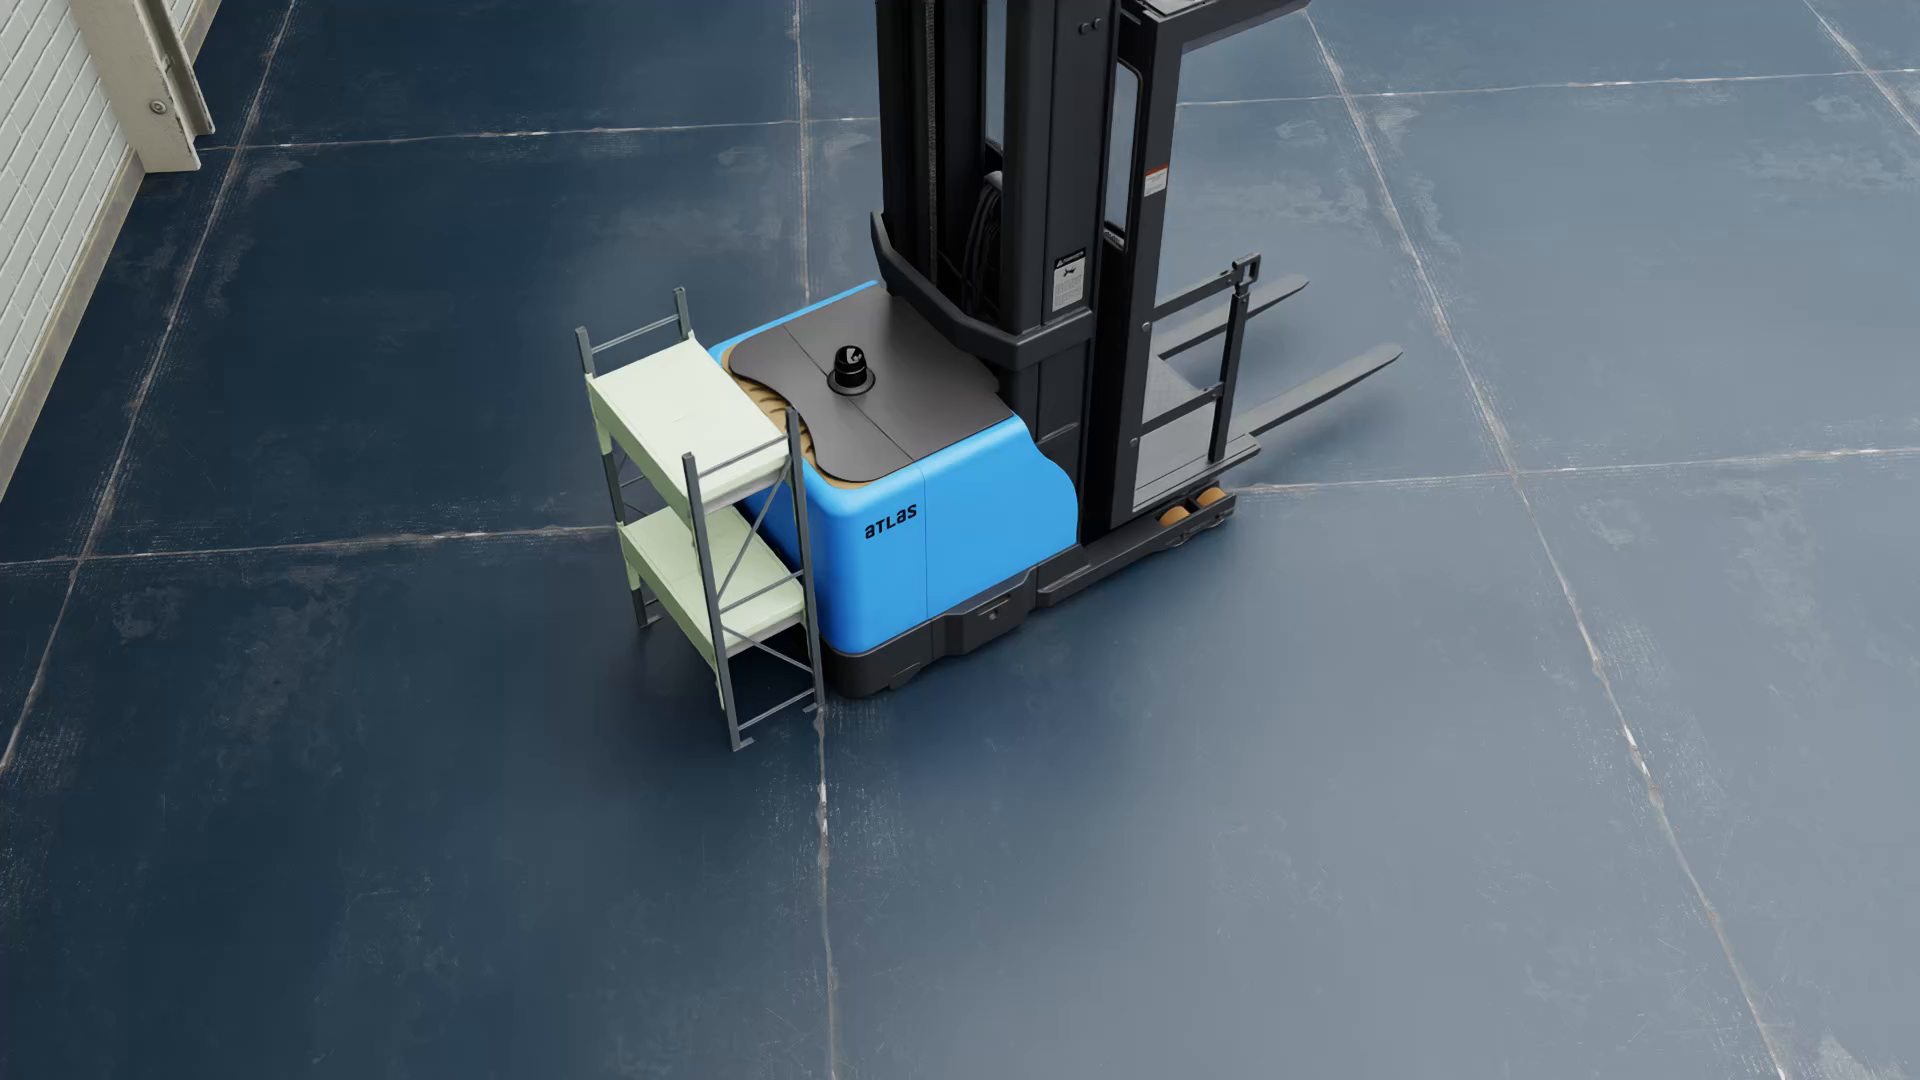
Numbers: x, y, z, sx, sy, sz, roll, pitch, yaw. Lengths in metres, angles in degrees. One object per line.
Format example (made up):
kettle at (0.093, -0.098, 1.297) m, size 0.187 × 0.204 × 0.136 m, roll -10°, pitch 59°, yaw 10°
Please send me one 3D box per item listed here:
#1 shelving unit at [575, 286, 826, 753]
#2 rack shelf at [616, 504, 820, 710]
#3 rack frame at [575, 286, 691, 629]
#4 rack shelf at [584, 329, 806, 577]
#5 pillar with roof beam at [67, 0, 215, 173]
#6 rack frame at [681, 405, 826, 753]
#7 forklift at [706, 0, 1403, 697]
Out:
shelving unit at (-0.890, -0.037, 5.888) m, size 0.431 × 1.500 × 0.755 m, roll -27°, pitch 52°, yaw -23°
rack shelf at (-0.890, 0.187, 6.125) m, size 0.431 × 0.370 × 0.720 m, roll -27°, pitch 52°, yaw -23°
rack frame at (-1.101, -0.254, 6.094) m, size 0.400 × 1.500 × 0.023 m, roll -27°, pitch 52°, yaw -23°
rack shelf at (-0.890, -0.305, 5.605) m, size 0.431 × 0.370 × 0.720 m, roll -27°, pitch 52°, yaw -23°
pillar with roof beam at (0.125, -5.431, 5.833) m, size 9.100 × 9.000 × 0.400 m, roll -3°, pitch 47°, yaw -3°
rack frame at (-0.680, 0.181, 5.682) m, size 0.400 × 1.500 × 0.023 m, roll -27°, pitch 52°, yaw -23°
forklift at (0.533, -1.274, 6.075) m, size 3.031 × 2.935 × 1.130 m, roll -27°, pitch 52°, yaw -23°
